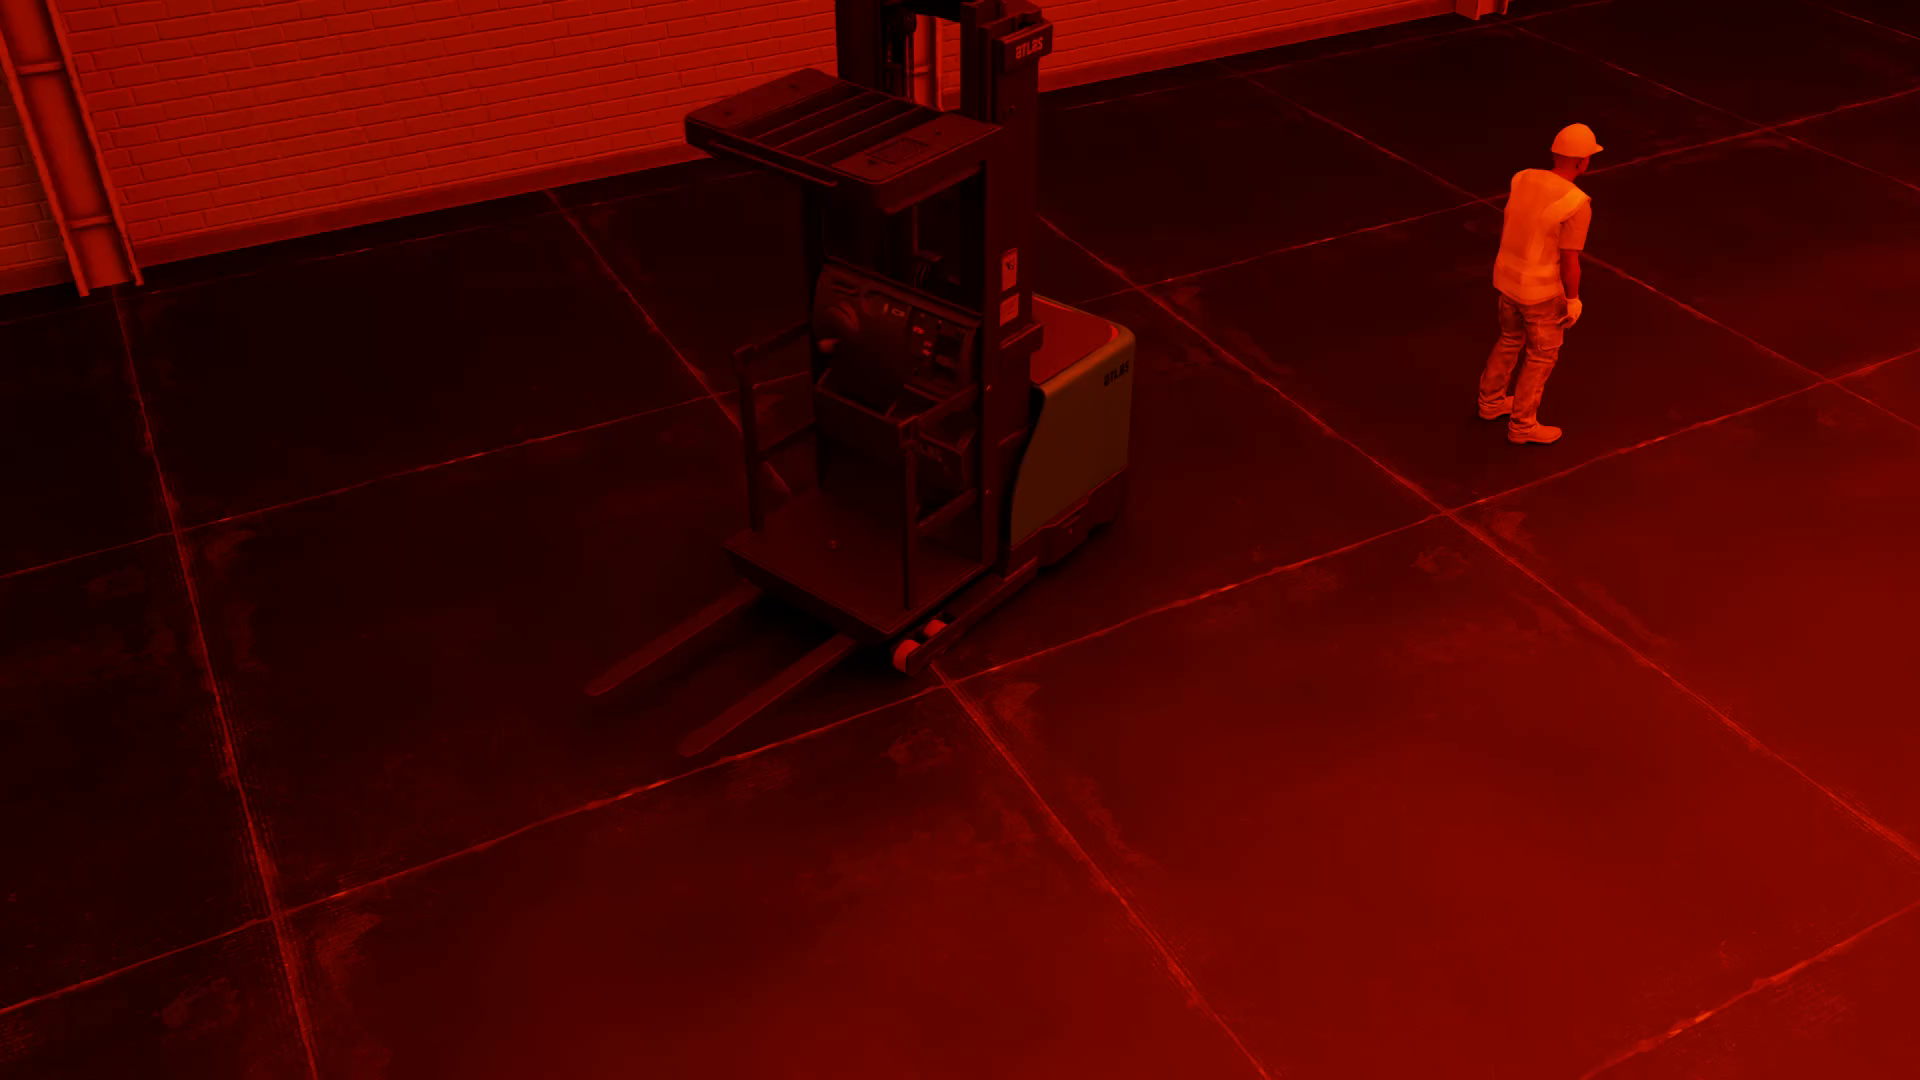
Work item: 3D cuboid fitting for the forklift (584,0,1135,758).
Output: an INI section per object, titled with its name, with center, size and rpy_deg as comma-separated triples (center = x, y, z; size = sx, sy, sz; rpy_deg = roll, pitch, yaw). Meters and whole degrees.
[forklift]
center = -0.437, -0.894, 7.387
size = 1.130, 2.935, 3.031
rpy_deg = 26, 43, 31

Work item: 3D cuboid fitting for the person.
[person]
center = 3.168, -1.402, 9.114
size = 0.449, 1.773, 0.620
rpy_deg = -13, 37, -18
